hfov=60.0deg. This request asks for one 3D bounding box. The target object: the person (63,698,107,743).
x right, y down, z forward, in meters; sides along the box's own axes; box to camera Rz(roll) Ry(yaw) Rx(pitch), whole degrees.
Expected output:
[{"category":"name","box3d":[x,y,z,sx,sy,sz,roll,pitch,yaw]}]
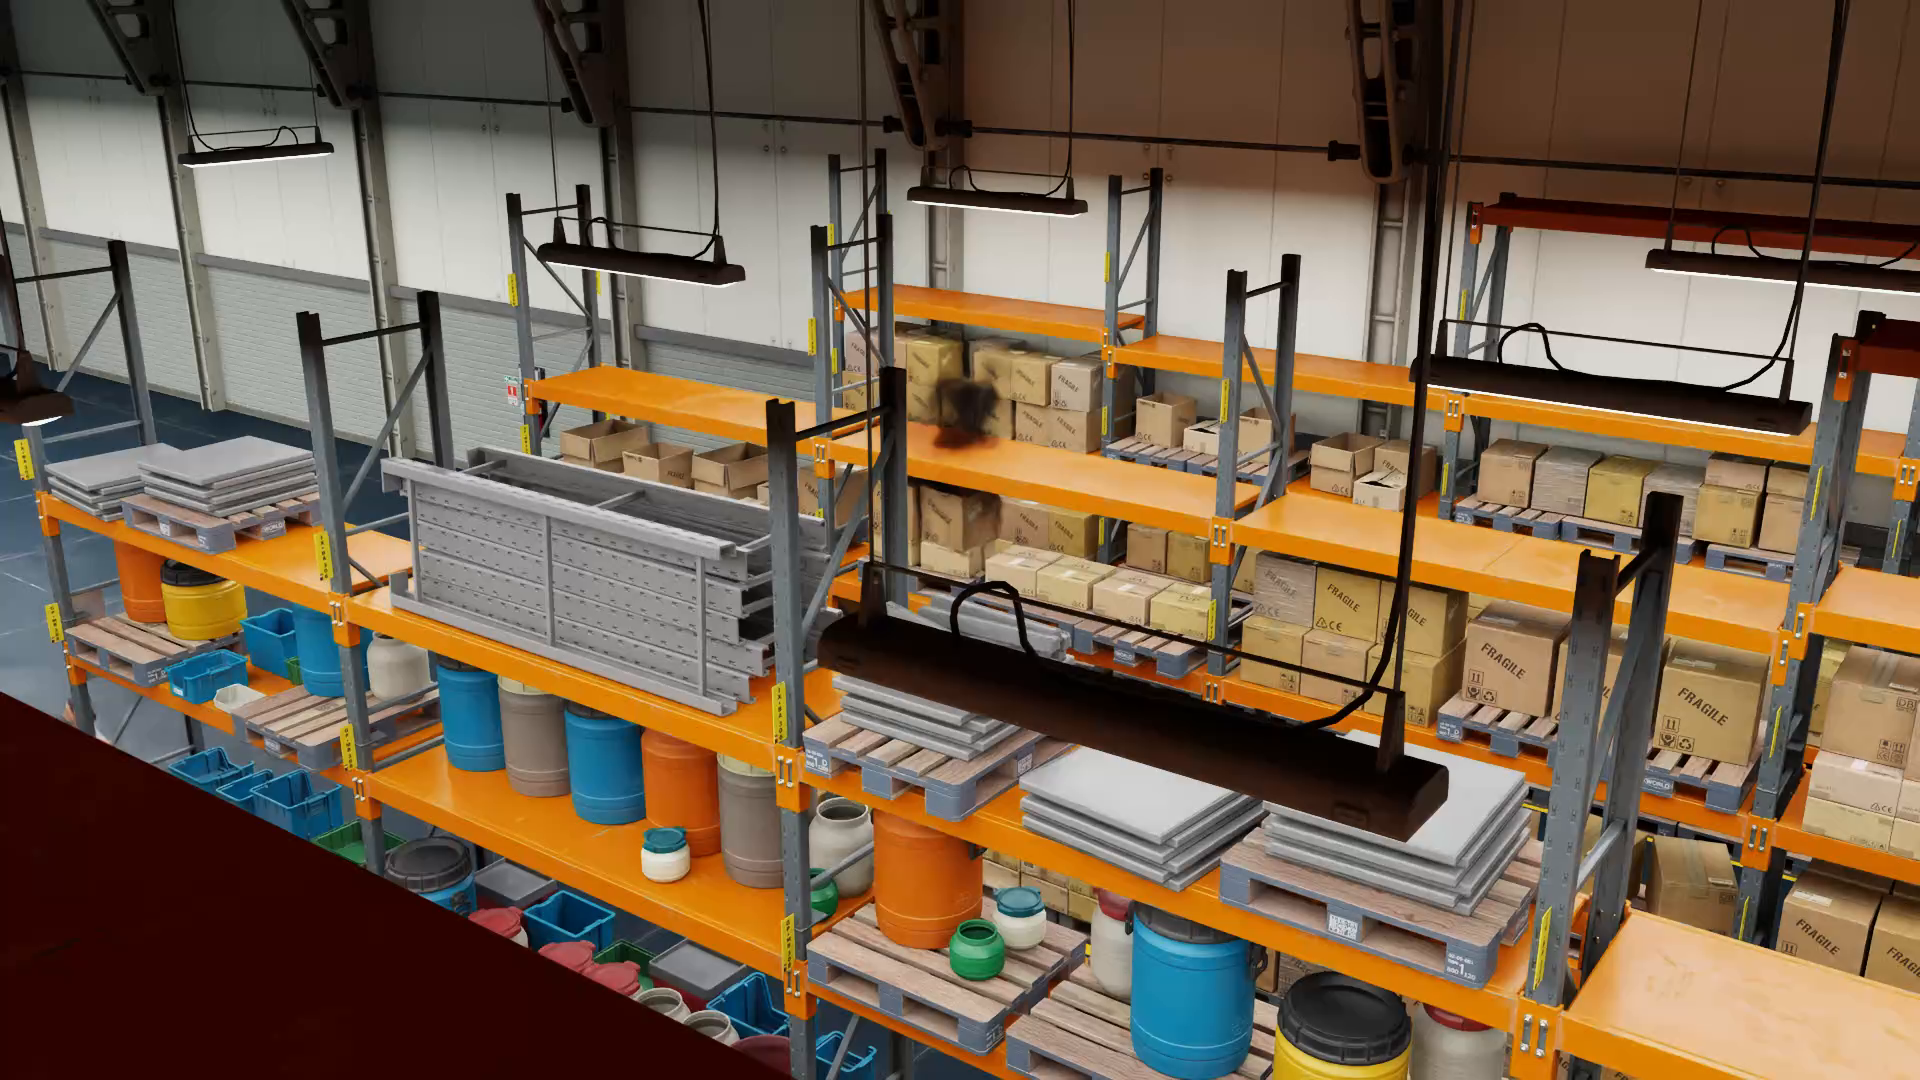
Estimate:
[{"category":"person","box3d":[-8.201,2.246,15.750,0.927,1.670,0.597,-7,20,-21]}]
